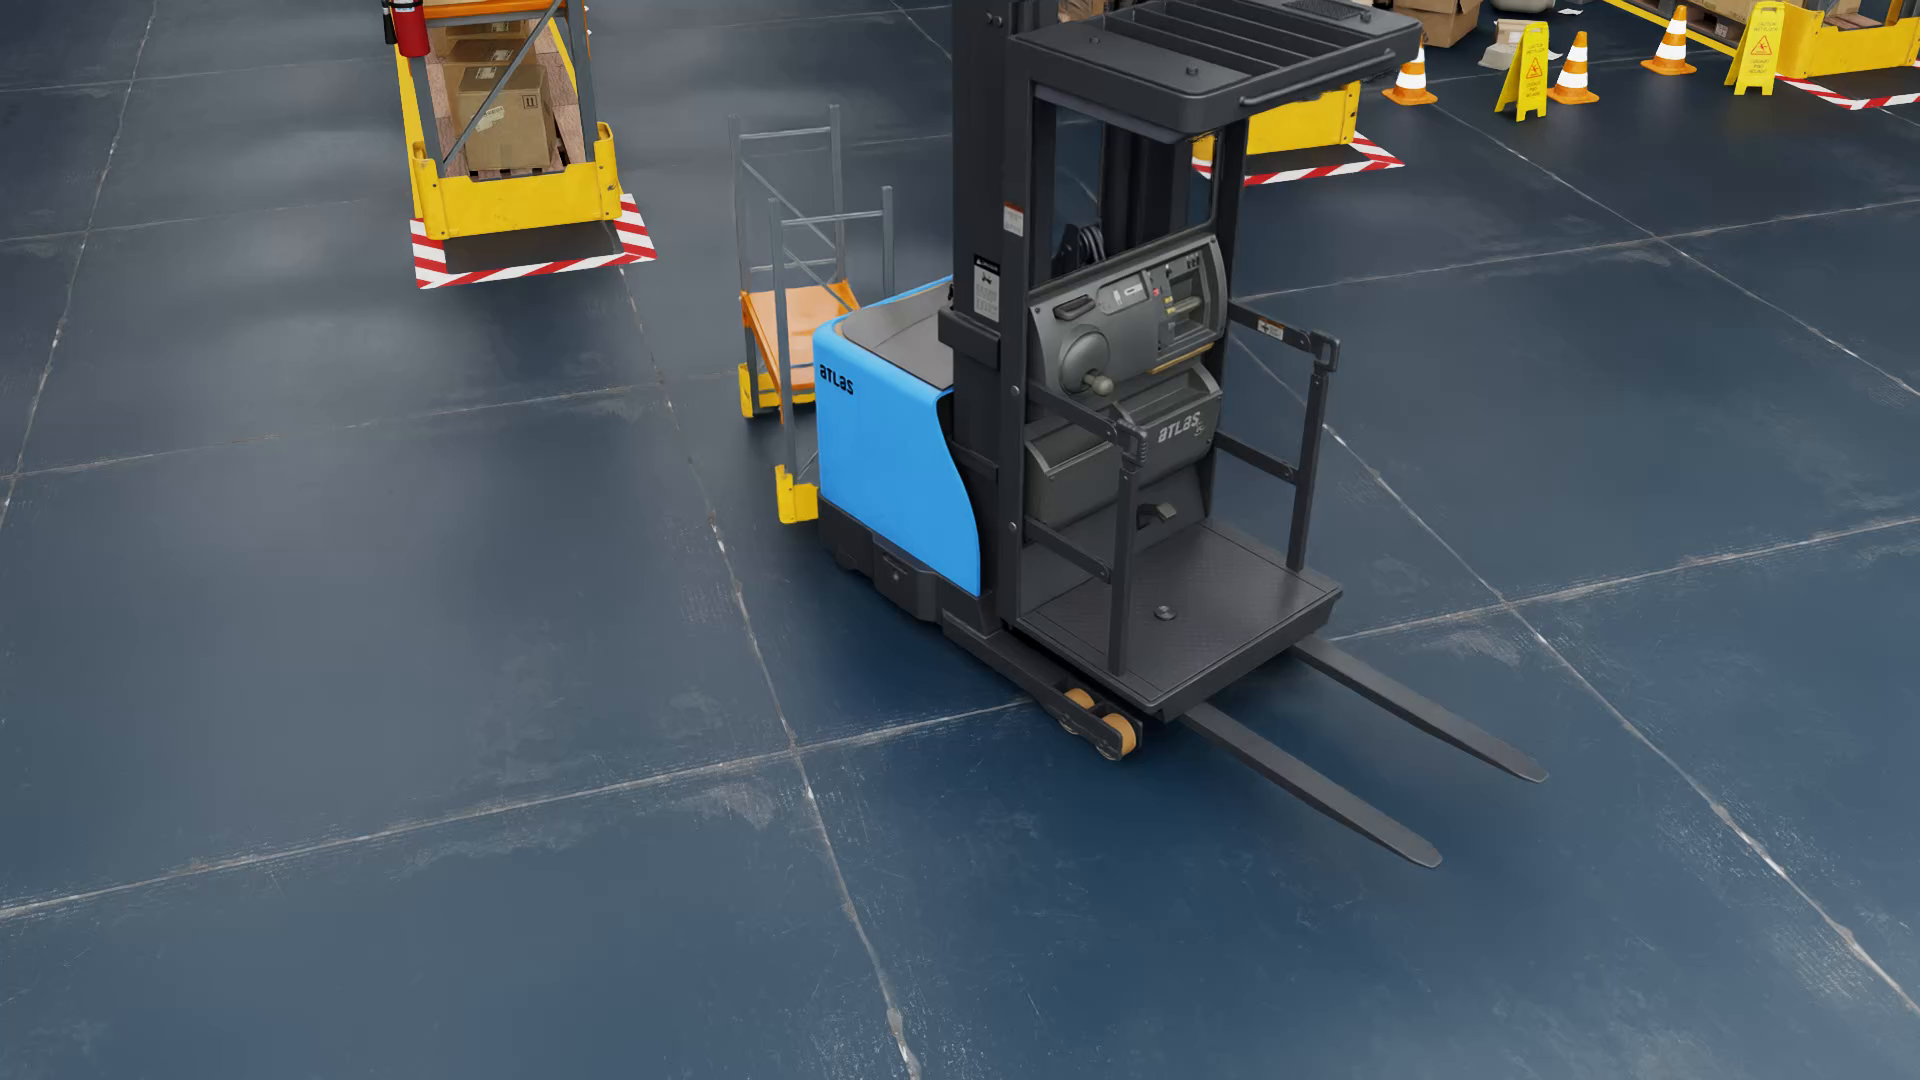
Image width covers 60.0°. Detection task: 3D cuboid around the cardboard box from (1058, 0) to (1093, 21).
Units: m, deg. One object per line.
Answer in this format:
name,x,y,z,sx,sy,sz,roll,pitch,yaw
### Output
cardboard box,1.277,-4.545,12.953,0.875,0.875,0.875,-10,35,-14

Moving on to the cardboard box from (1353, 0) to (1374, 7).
cardboard box,3.152,-4.337,13.573,0.396,0.266,0.258,-4,34,-6

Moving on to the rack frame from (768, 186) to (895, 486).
rack frame,-0.515,-0.753,7.029,0.500,1.500,0.032,-9,34,-13

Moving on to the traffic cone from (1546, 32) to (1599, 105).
traffic cone,4.464,-3.441,12.038,0.336,0.463,0.334,-10,35,-15

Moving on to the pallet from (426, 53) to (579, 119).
pallet,-3.267,-3.138,11.807,1.003,0.211,1.213,-10,35,-15

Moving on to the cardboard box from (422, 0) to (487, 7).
cardboard box,-2.945,-3.200,9.599,0.380,0.149,0.250,-10,35,-15

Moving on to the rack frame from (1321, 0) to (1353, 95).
rack frame,2.093,-3.970,10.538,1.000,3.000,0.127,-10,35,-15

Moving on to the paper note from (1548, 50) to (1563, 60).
paper note,4.593,-3.779,12.941,0.148,0.019,0.142,-23,40,-31

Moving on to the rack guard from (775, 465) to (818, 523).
rack guard,-0.520,-0.242,7.389,0.587,0.250,0.087,-9,34,-13

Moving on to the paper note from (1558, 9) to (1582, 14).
paper note,5.113,-4.429,13.926,0.142,0.019,0.148,-23,40,-31

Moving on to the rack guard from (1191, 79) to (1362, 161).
rack guard,2.101,-2.915,11.208,1.175,0.500,0.348,-10,35,-15

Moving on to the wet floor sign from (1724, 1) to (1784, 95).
wet floor sign,5.816,-3.594,12.104,0.267,0.644,0.232,1,33,2

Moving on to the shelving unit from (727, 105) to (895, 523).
shelving unit,-0.654,-1.028,7.445,0.587,1.500,1.083,-9,34,-13

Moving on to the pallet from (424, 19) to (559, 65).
pallet,-3.643,-3.779,12.778,1.003,0.211,1.213,-10,35,-15

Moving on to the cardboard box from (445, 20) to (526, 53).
cardboard box,-3.223,-3.292,11.398,0.500,0.500,0.500,-7,34,-10

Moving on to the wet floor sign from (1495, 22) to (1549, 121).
wet floor sign,3.988,-3.306,11.668,0.267,0.644,0.232,-16,37,-23

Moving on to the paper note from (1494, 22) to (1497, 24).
paper note,4.476,-4.245,13.657,0.148,0.019,0.142,1,33,2

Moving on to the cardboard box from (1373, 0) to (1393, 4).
cardboard box,3.537,-4.857,14.021,0.797,0.637,0.503,-10,35,-15

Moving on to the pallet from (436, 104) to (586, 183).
pallet,-2.898,-2.498,10.839,1.003,0.211,1.213,-10,35,-15

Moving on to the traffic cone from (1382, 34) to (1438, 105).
traffic cone,3.284,-3.430,12.020,0.336,0.463,0.334,-10,35,-15

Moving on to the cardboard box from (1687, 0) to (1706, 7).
cardboard box,6.123,-4.536,13.507,0.500,0.250,0.500,-10,35,-15

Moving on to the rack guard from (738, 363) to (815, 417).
rack guard,-0.789,-0.771,8.190,0.587,0.250,0.087,-9,34,-13

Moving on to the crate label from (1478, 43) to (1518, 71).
crate label,4.165,-3.708,12.737,0.298,0.136,0.250,27,42,34

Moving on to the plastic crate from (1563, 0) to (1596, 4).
plastic crate,5.254,-4.776,14.405,0.402,0.080,0.583,-23,40,-31

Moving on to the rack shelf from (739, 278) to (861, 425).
rack shelf,-0.652,-0.873,7.537,0.538,0.185,1.000,-9,34,-13

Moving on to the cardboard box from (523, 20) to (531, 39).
cardboard box,-3.351,-3.593,11.853,0.500,0.500,0.500,-13,36,-19

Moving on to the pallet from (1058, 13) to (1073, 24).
pallet,1.406,-3.853,12.890,1.003,0.211,1.213,-10,35,-15

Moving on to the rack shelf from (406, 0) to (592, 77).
rack shelf,-3.271,-3.939,11.143,1.077,0.370,4.000,-10,35,-15

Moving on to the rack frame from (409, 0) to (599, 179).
rack frame,-2.661,-3.189,9.356,1.000,3.000,0.127,-10,35,-15

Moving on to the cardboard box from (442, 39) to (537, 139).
cardboard box,-3.051,-2.960,10.896,0.500,0.500,0.500,-1,33,-2

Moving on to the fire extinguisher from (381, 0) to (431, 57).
fire extinguisher,-3.065,-3.020,9.169,0.296,0.674,0.183,-10,35,-15

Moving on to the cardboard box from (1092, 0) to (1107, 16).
cardboard box,1.553,-4.066,12.228,0.875,0.875,0.875,-11,35,-15

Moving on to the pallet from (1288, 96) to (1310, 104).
pallet,1.775,-3.214,11.922,1.003,0.211,1.213,-10,35,-15

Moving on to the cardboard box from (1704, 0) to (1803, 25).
cardboard box,6.267,-4.276,13.113,0.500,0.250,0.500,-10,35,-15

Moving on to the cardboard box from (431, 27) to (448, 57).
cardboard box,-3.615,-3.906,12.326,0.500,0.500,0.500,0,33,1

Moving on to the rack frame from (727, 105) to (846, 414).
rack frame,-0.789,-1.293,7.846,0.500,1.500,0.032,-9,34,-13

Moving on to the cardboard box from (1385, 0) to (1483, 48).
cardboard box,3.830,-4.311,13.317,0.637,0.503,0.797,19,38,26

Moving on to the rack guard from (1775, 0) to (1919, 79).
rack guard,6.753,-3.853,12.627,1.175,0.500,0.348,-10,35,-15

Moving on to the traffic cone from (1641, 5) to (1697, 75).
traffic cone,5.417,-3.806,12.591,0.336,0.463,0.334,-10,35,-15

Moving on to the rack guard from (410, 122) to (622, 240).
rack guard,-2.684,-2.186,10.105,1.175,0.500,0.348,-10,35,-15

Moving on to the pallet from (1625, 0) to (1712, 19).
pallet,6.171,-4.804,14.329,1.003,0.211,1.213,-10,35,-15

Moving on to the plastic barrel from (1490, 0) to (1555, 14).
plastic barrel,4.705,-4.611,13.844,0.512,0.421,0.421,13,36,18

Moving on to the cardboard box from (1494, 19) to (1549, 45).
cardboard box,4.453,-4.015,13.191,0.380,0.149,0.250,7,34,10

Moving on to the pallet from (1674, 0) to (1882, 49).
pallet,6.539,-4.165,13.361,1.003,0.211,1.213,-10,35,-15

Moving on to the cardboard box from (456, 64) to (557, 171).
cardboard box,-2.836,-2.652,10.430,0.500,0.500,0.500,-4,34,-6

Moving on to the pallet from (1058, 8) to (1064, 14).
pallet,1.031,-4.495,13.861,1.003,0.211,1.213,-10,35,-15

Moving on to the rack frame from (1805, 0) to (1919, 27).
rack frame,6.777,-4.856,11.878,1.000,3.000,0.127,-10,35,-15

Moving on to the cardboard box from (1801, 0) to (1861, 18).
cardboard box,6.794,-4.354,13.231,0.500,0.250,0.500,-10,35,-15

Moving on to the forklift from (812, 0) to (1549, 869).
forklift,0.748,-0.743,5.716,1.130,2.935,3.031,-26,41,-34
